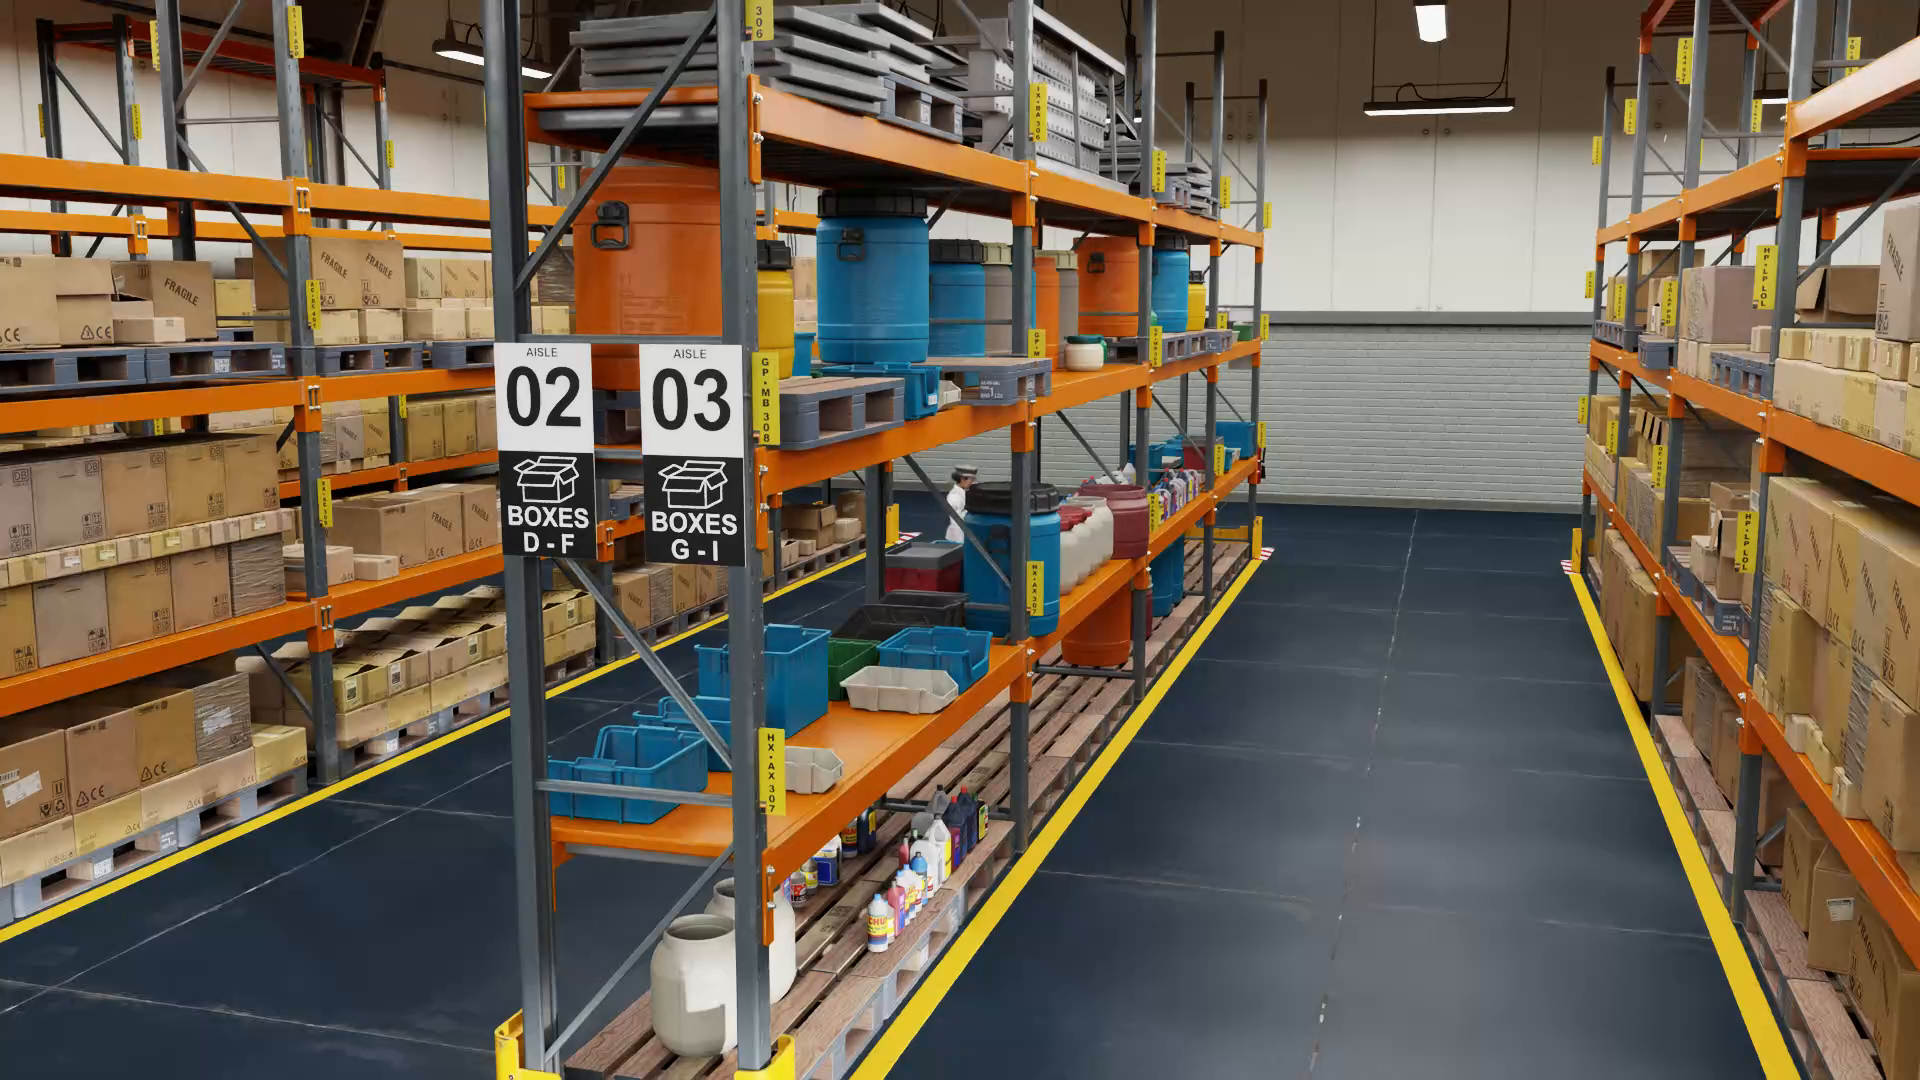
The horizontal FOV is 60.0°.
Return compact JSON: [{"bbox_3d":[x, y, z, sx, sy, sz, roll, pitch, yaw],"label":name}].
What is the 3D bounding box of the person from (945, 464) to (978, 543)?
[{"bbox_3d":[0.030,0.048,17.051,0.327,1.660,0.475,3,9,17],"label":"person"}]
